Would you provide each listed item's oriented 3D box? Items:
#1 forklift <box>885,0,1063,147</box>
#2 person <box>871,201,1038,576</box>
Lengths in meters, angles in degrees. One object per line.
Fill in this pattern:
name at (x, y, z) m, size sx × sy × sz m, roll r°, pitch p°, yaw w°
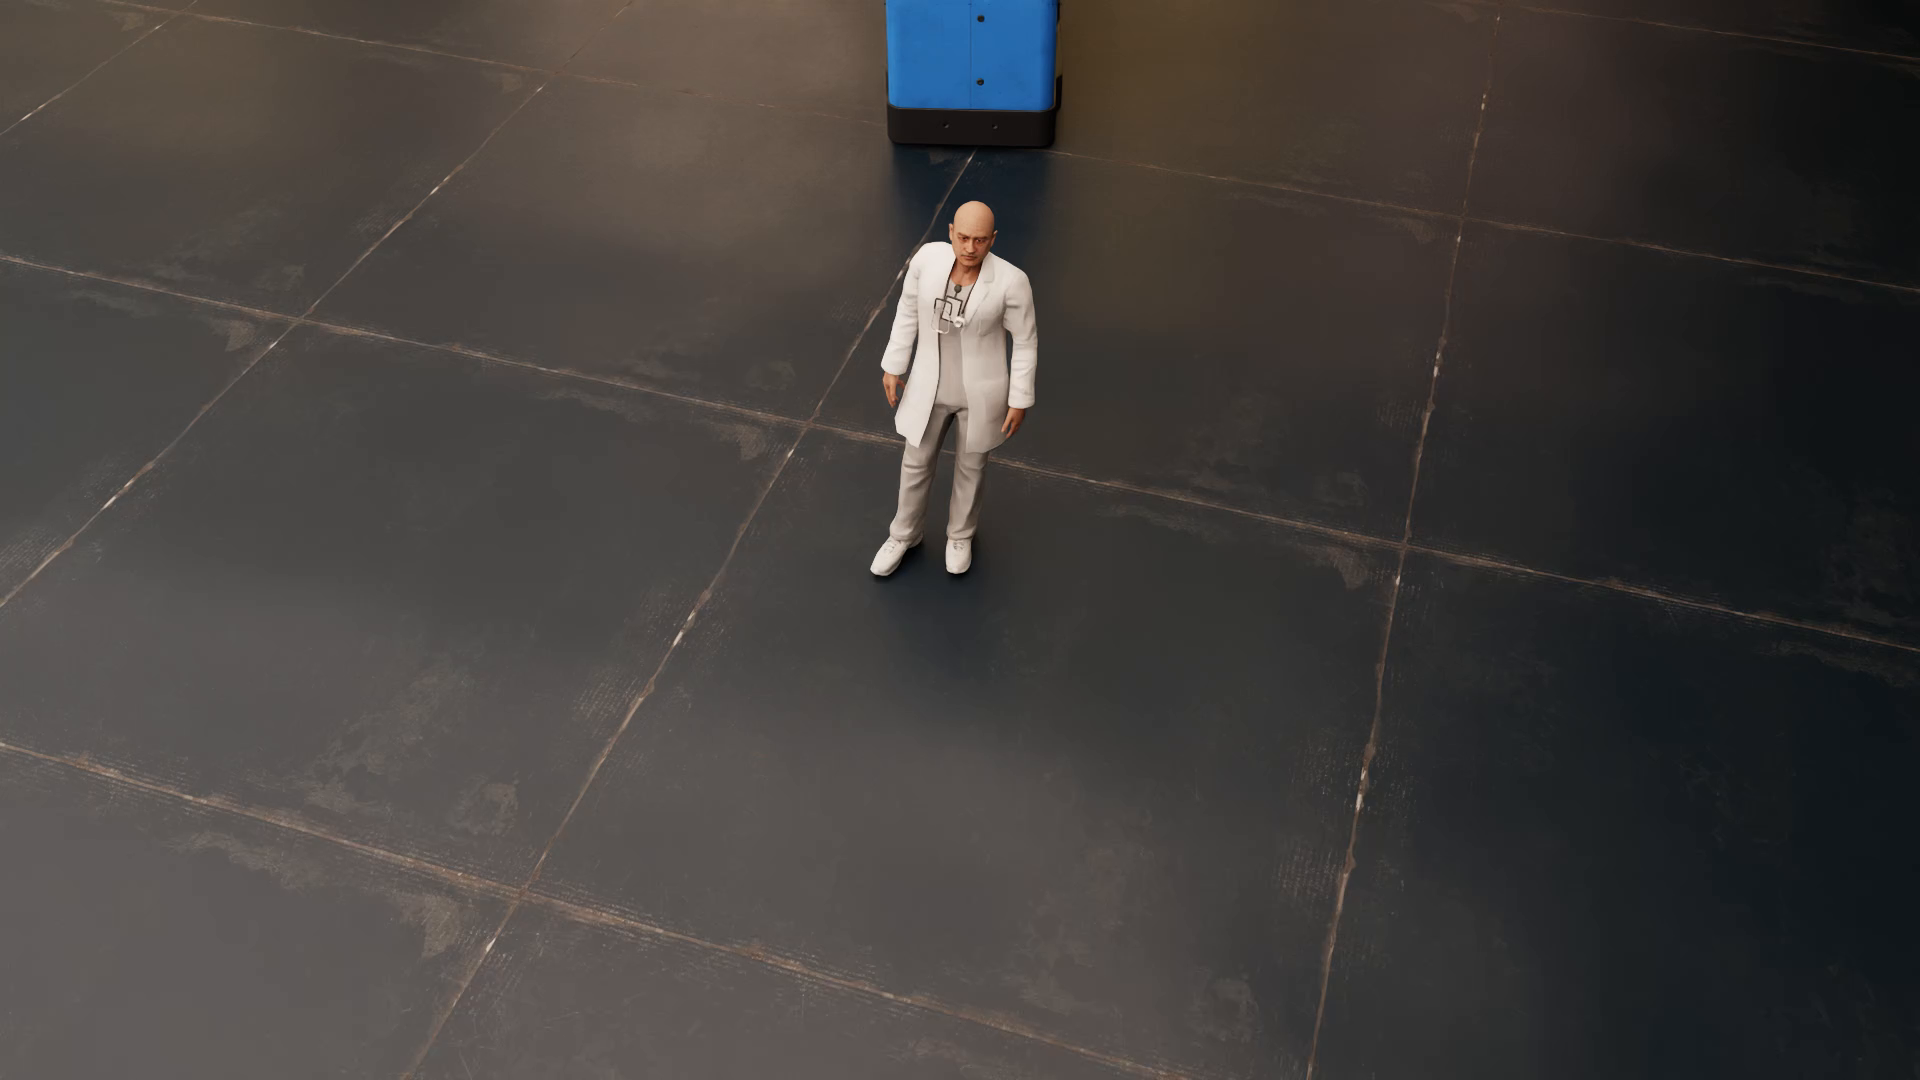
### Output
forklift at (0.135, -4.518, 10.545) m, size 1.130 × 2.935 × 3.031 m, roll 2°, pitch 43°, yaw 2°
person at (-0.032, -0.599, 7.168) m, size 0.696 × 1.776 × 0.581 m, roll 12°, pitch 44°, yaw 13°
